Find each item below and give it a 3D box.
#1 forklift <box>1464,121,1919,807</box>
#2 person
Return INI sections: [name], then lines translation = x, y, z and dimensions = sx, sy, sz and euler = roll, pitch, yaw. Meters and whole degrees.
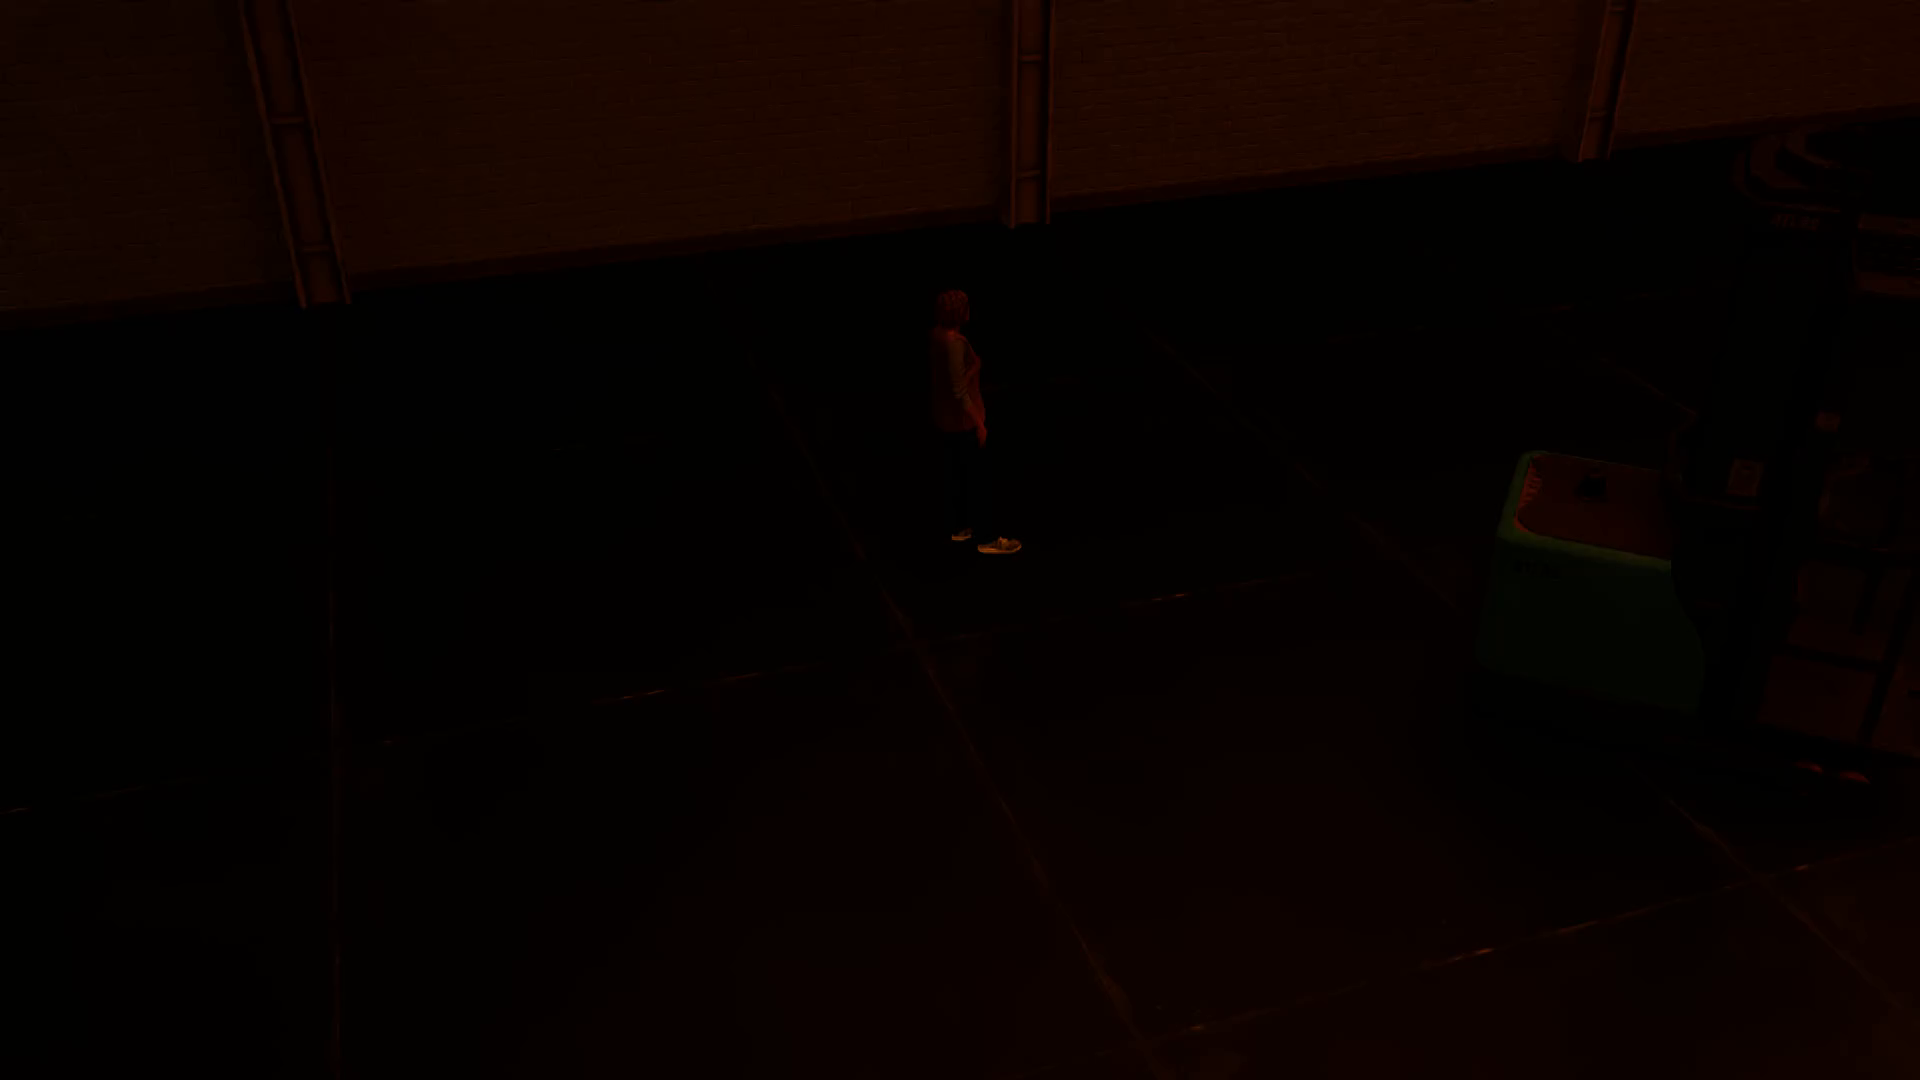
[forklift]
translation = 4.138, -0.316, 7.636
dimensions = 3.031, 2.935, 1.130
euler = 12, 32, 20
[person]
translation = 0.075, -0.703, 9.633
dimensions = 0.474, 1.597, 0.520
euler = -10, 31, -16
